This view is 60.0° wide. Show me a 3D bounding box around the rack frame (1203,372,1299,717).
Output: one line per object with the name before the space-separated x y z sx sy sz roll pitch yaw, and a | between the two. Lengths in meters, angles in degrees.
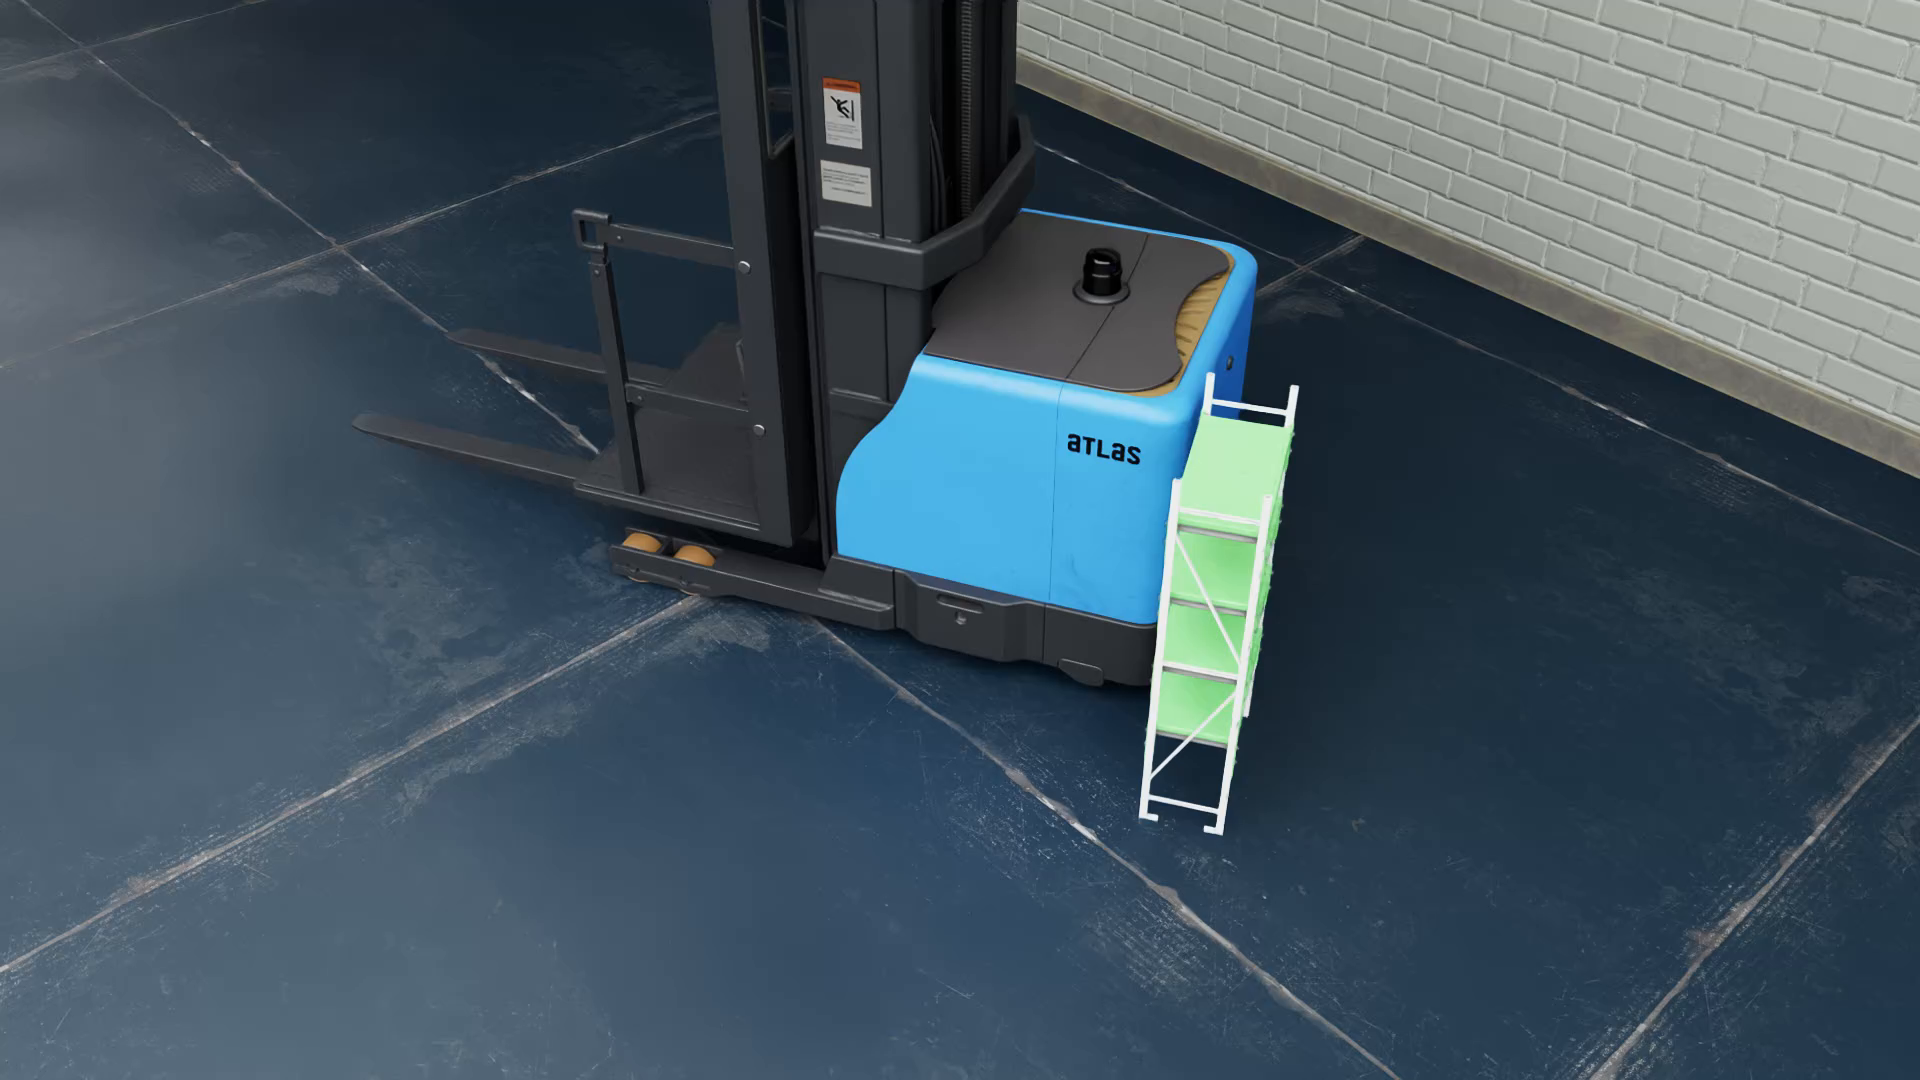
rack frame | 0.767 0.049 4.734 0.240 1.200 0.015 10 40 13

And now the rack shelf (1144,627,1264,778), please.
rack shelf | 0.699 0.433 4.743 0.258 0.148 0.480 10 40 13

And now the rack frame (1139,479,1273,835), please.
rack frame | 0.631 0.344 4.369 0.240 1.200 0.015 10 40 13

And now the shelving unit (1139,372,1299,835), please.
shelving unit | 0.699 0.196 4.552 0.258 1.200 0.503 10 40 13

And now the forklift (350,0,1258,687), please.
forklift | -0.633 -1.253 4.969 3.031 2.935 1.130 13 41 15

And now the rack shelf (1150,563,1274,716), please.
rack shelf | 0.699 0.246 4.592 0.258 0.148 0.480 10 40 13

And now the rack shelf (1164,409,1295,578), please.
rack shelf | 0.699 -0.127 4.290 0.258 0.148 0.480 10 40 13

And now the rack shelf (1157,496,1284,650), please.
rack shelf | 0.699 0.059 4.441 0.258 0.148 0.480 10 40 13
